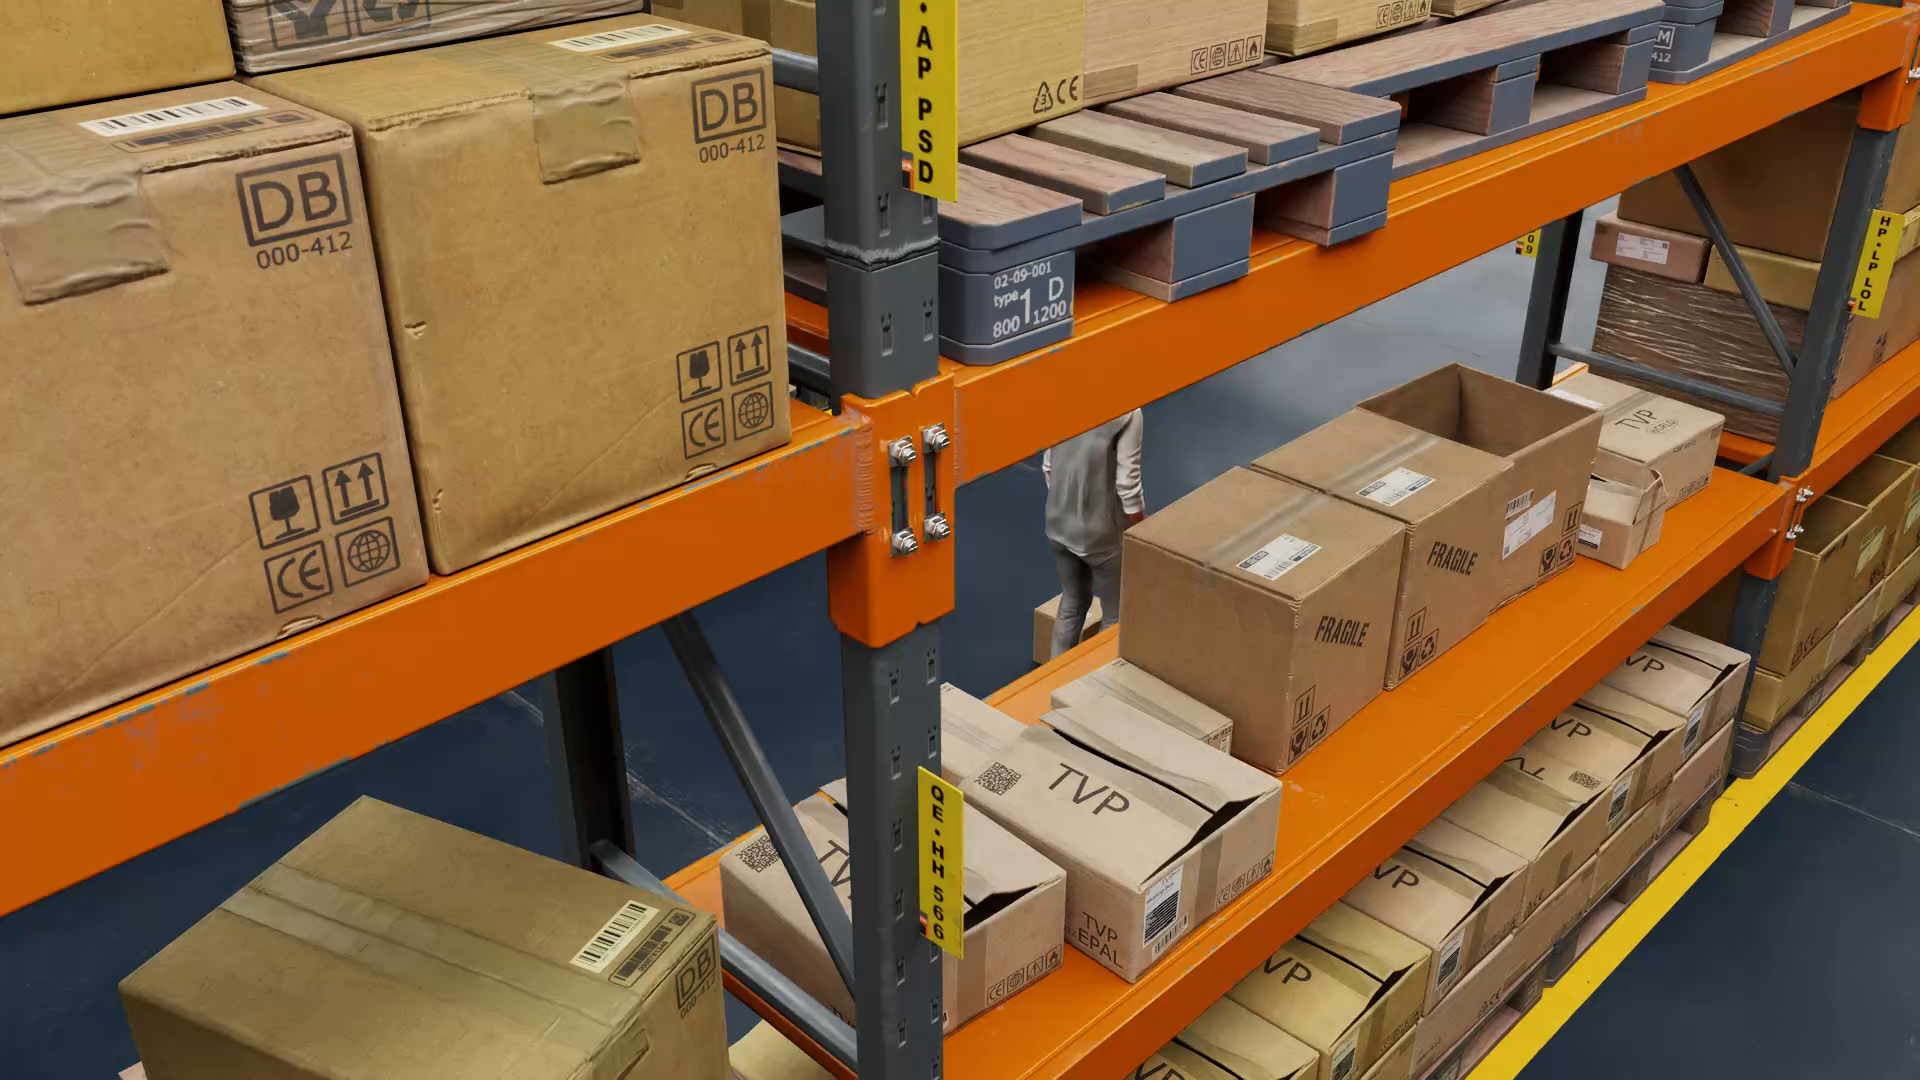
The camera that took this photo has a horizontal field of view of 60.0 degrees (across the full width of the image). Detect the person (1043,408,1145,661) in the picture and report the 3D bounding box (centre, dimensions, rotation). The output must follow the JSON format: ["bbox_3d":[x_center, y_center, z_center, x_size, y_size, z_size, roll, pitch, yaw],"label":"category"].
[{"bbox_3d":[0.505,-0.031,6.204,0.347,1.581,0.465,-25,37,-38],"label":"person"}]
